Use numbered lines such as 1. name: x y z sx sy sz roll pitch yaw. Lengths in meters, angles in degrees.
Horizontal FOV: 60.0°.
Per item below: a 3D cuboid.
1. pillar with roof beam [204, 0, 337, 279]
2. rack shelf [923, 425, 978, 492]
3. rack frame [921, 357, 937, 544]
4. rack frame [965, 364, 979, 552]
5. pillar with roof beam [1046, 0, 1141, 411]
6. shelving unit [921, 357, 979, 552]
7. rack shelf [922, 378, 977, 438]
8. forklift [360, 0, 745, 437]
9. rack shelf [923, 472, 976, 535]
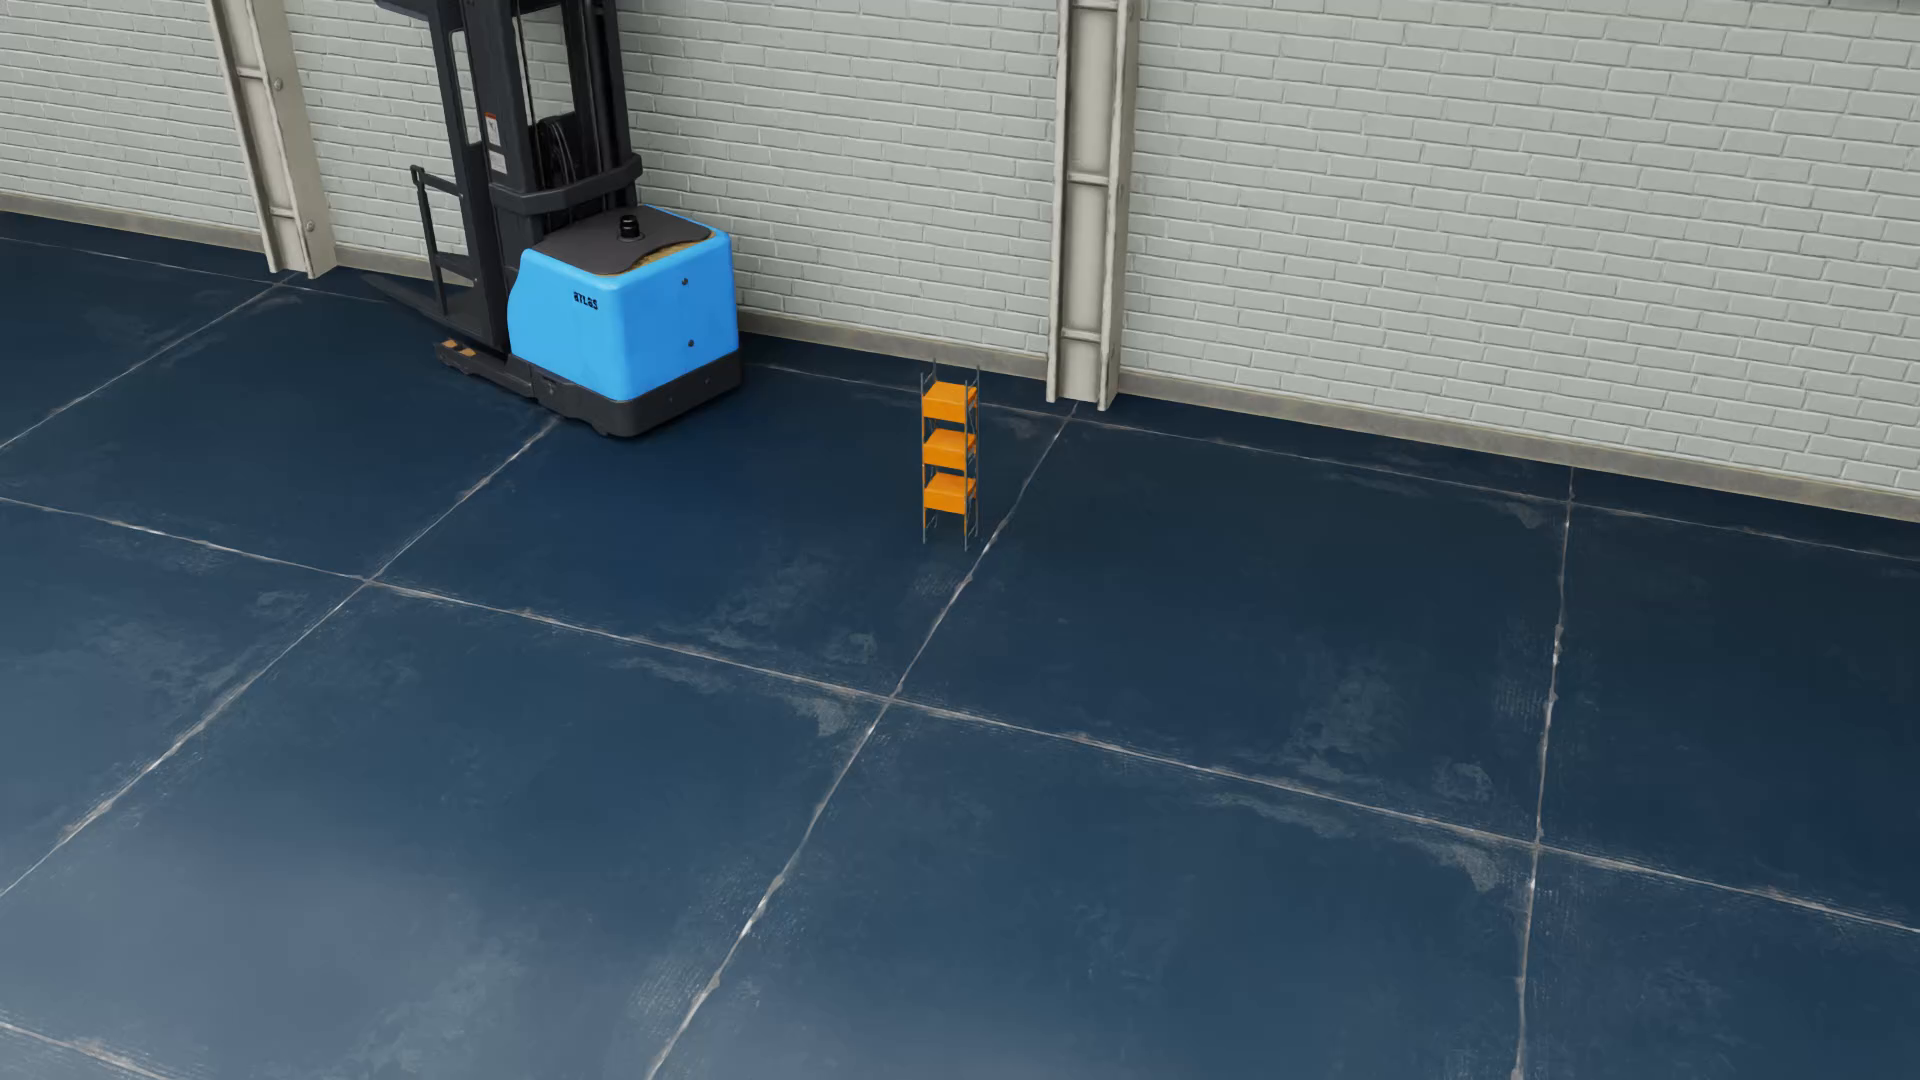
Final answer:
1. pillar with roof beam: -6.316 -3.606 6.507 0.400 9.000 9.100 11 34 16
2. rack shelf: -0.050 -0.442 8.954 0.240 0.259 0.215 11 34 16
3. rack frame: -0.165 -0.473 8.983 0.008 1.050 0.200 11 34 16
4. rack frame: 0.064 -0.429 8.914 0.008 1.050 0.200 11 34 16
5. pillar with roof beam: -0.668 -2.508 4.806 0.400 9.000 9.100 11 34 16
6. shelving unit: -0.050 -0.451 8.948 0.252 1.050 0.215 11 34 16
7. rack shelf: -0.050 -0.680 8.800 0.240 0.259 0.215 11 34 16
8. forklift: -2.839 -2.513 10.408 3.031 2.935 1.130 24 40 33
9. rack shelf: -0.050 -0.208 9.105 0.240 0.259 0.215 11 34 16
